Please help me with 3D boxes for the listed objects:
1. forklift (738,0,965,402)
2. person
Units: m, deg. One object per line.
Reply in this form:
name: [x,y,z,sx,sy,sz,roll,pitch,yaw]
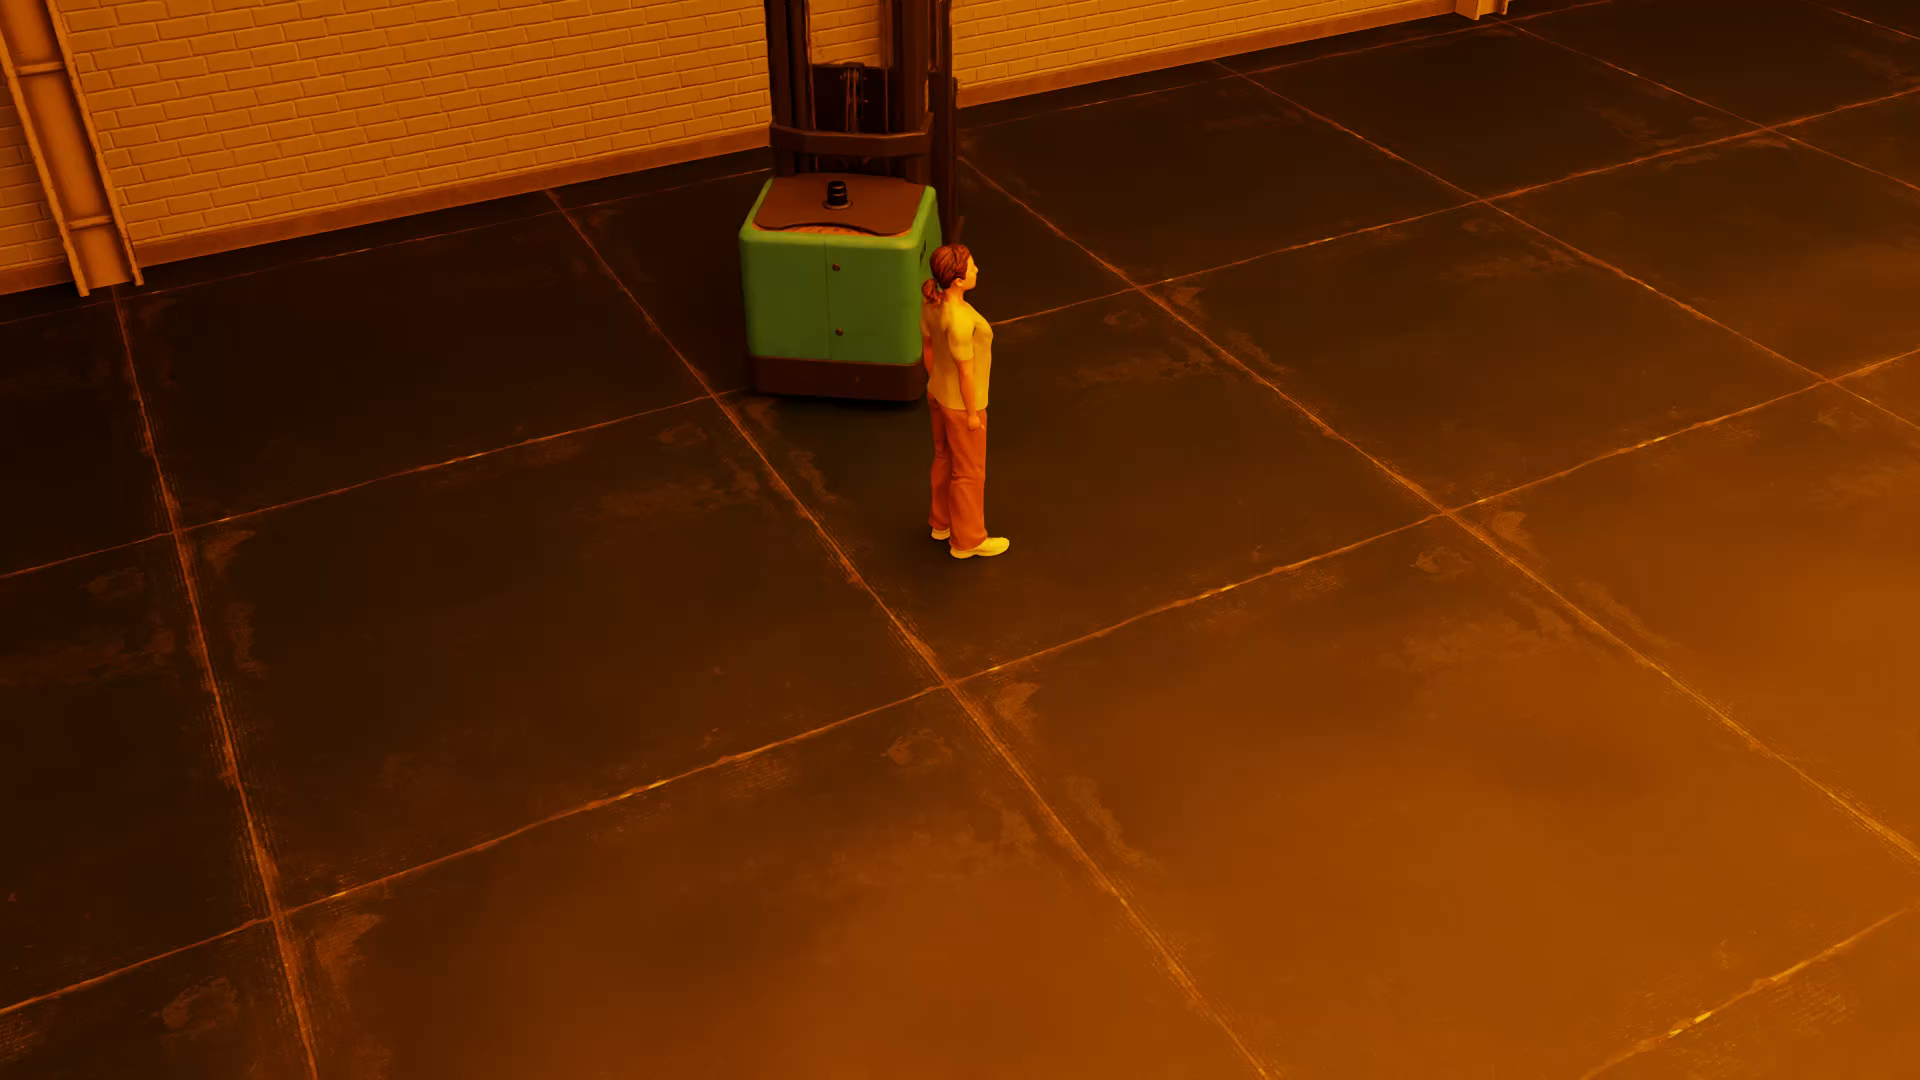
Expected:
forklift: [-0.563,-2.839,10.140,1.130,2.935,3.031,4,35,6]
person: [-0.002,-0.685,8.184,0.381,1.671,0.435,-17,39,-23]
